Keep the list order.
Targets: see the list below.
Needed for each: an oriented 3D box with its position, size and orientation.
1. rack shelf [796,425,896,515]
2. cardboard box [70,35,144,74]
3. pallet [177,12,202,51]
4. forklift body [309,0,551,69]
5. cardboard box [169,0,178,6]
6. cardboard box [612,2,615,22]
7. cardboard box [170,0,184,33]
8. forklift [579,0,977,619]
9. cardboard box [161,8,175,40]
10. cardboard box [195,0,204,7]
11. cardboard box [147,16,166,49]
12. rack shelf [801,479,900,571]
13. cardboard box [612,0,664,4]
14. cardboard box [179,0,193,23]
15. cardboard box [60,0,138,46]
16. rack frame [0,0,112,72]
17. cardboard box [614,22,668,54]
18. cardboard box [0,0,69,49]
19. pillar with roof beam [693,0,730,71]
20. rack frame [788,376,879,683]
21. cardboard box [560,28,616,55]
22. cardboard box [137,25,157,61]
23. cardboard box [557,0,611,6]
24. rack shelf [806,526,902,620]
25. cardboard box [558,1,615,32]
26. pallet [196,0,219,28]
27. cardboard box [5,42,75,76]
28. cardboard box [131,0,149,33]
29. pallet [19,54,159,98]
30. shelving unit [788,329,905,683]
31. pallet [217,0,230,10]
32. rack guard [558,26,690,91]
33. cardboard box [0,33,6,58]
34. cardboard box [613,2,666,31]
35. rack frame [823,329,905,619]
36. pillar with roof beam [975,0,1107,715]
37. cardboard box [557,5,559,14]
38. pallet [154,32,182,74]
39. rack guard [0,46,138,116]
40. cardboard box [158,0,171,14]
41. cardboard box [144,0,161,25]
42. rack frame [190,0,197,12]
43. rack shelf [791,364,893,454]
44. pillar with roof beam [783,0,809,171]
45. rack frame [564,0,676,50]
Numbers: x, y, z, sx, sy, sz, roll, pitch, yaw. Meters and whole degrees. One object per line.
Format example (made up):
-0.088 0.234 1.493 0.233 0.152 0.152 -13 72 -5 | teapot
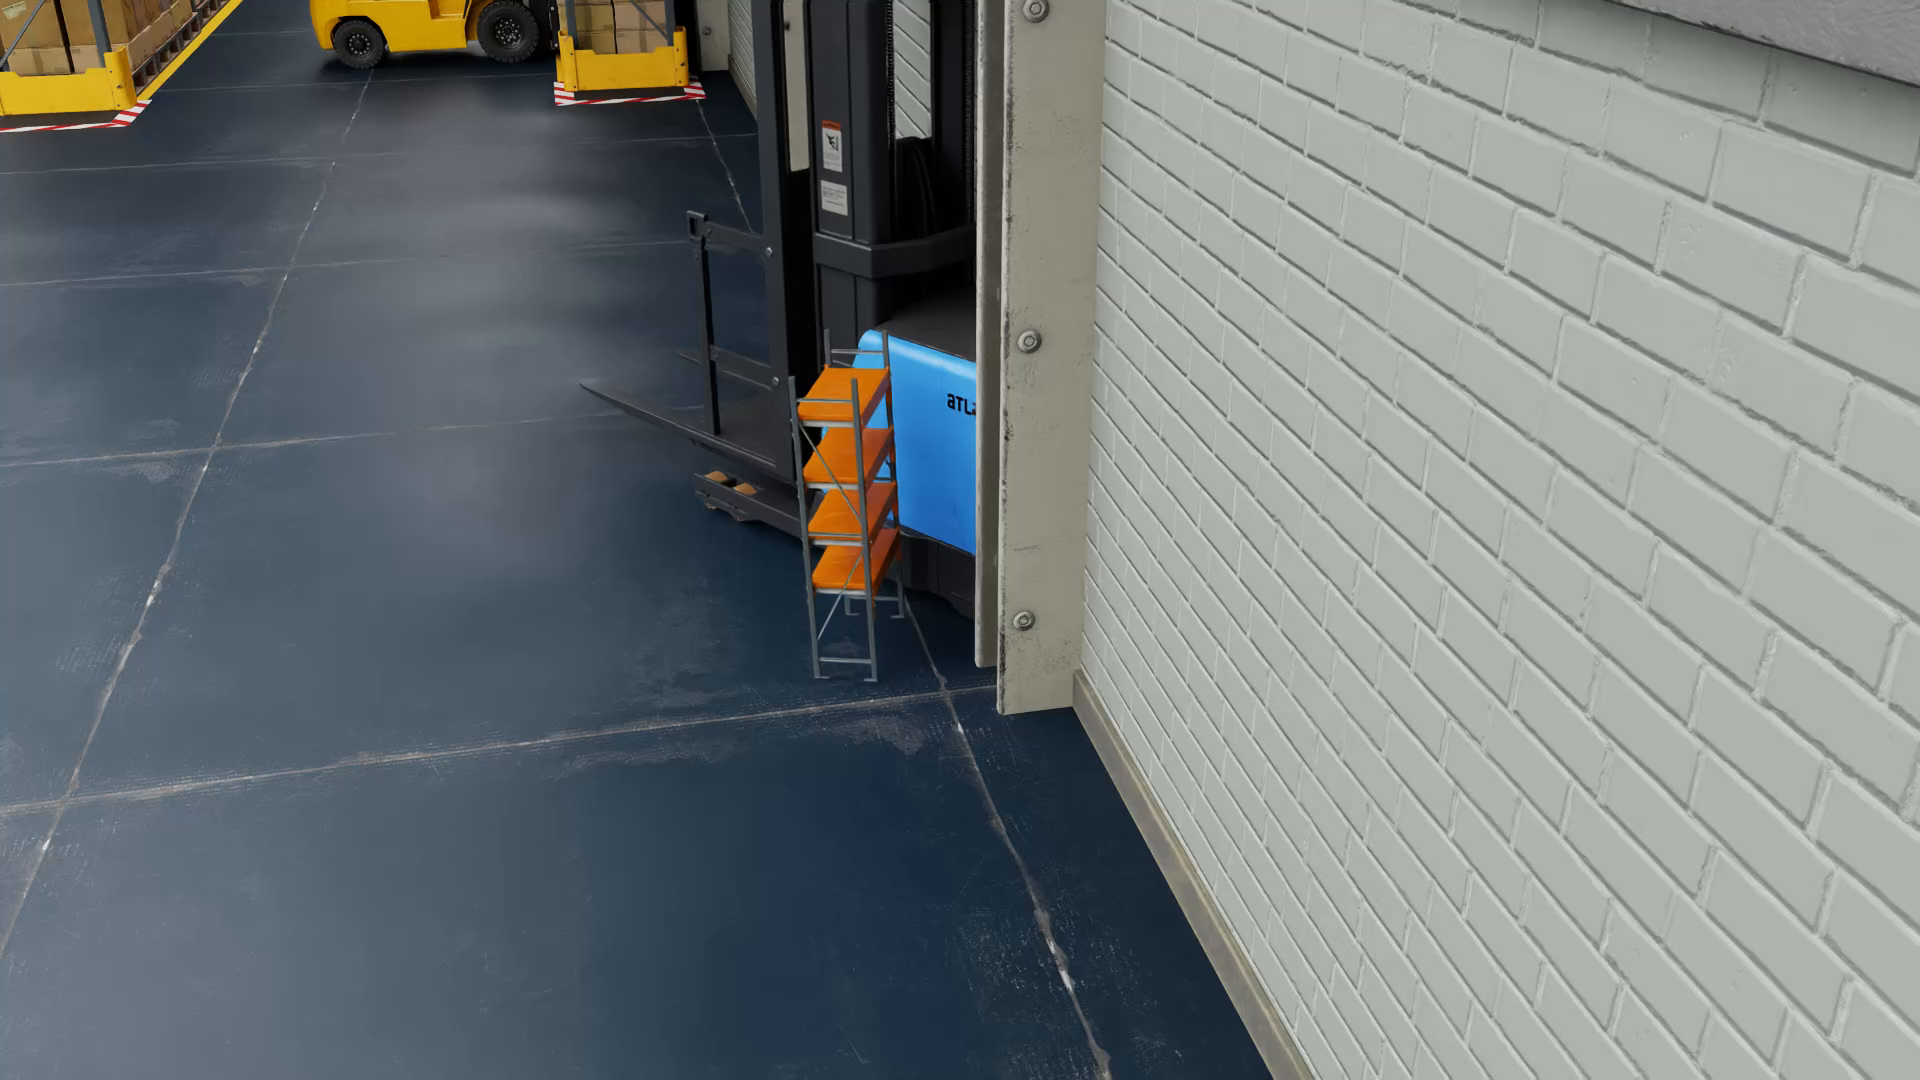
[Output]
-0.409 -0.264 6.084 0.258 0.148 0.480 3 27 10 | rack shelf
-7.923 -4.517 15.457 0.500 0.250 0.500 -6 27 -12 | cardboard box
-8.726 -5.395 17.705 1.003 0.211 1.213 -6 27 -12 | pallet
-5.380 -5.949 16.650 2.313 2.155 1.214 -6 27 -12 | forklift body
-8.401 -5.770 17.107 0.500 0.500 0.500 -5 27 -11 | cardboard box
-3.203 -5.311 16.474 0.500 0.250 0.500 -6 27 -12 | cardboard box
-8.387 -5.426 17.257 0.500 0.250 0.500 -7 28 -13 | cardboard box
-0.565 -1.544 7.055 3.031 2.935 1.130 23 34 37 | forklift
-8.277 -5.203 16.814 0.500 0.250 0.500 -6 27 -11 | cardboard box
-9.033 -6.176 18.607 0.950 0.372 0.625 -6 27 -11 | cardboard box
-8.166 -4.981 16.374 0.500 0.250 0.500 -4 27 -8 | cardboard box
-0.400 -0.064 6.183 0.258 0.148 0.480 3 27 10 | rack shelf
-3.099 -5.318 15.932 0.500 0.250 0.500 -6 27 -12 | cardboard box
-8.517 -5.659 17.718 0.500 0.250 0.500 -5 27 -9 | cardboard box
-7.929 -4.863 15.308 0.500 0.500 0.500 -7 28 -13 | cardboard box
-8.011 -5.175 14.175 1.000 3.000 0.127 -6 27 -12 | rack frame
-3.096 -4.876 16.168 0.500 0.250 0.500 -6 27 -11 | cardboard box
-8.445 -4.795 15.175 0.500 0.500 0.500 -6 27 -11 | cardboard box
-6.649 -8.319 13.745 9.100 9.000 0.400 -6 27 -12 | pillar with roof beam
-0.445 -0.016 5.939 0.240 1.200 0.015 3 27 10 | rack frame
-3.589 -4.815 16.046 0.500 0.250 0.500 -6 27 -11 | cardboard box
-8.031 -4.742 15.902 0.500 0.250 0.500 -5 27 -10 | cardboard box
-3.583 -5.258 15.814 0.500 0.250 0.500 -5 27 -10 | cardboard box
-0.393 0.114 6.271 0.258 0.148 0.480 3 27 10 | rack shelf
-3.590 -5.046 15.949 0.500 0.250 0.500 -6 27 -12 | cardboard box
-9.089 -6.028 18.959 1.003 0.211 1.213 -6 27 -12 | pallet
-8.460 -4.473 15.369 0.500 0.250 0.500 -6 27 -12 | cardboard box
-8.051 -5.092 15.762 0.500 0.500 0.500 -7 28 -14 | cardboard box
-8.176 -4.324 15.583 1.003 0.211 1.213 -6 27 -12 | pallet
-0.403 -0.124 6.153 0.258 1.200 0.503 3 27 10 | shelving unit
-9.367 -6.565 20.022 1.003 0.211 1.213 -6 27 -12 | pallet
-3.170 -4.555 15.719 1.175 0.500 0.348 -6 27 -12 | rack guard
-9.996 -5.208 17.011 0.500 0.500 0.500 13 30 24 | cardboard box
-3.079 -5.092 16.039 0.500 0.250 0.500 -5 27 -11 | cardboard box
-0.360 -0.232 6.368 0.240 1.200 0.015 3 27 10 | rack frame
-3.944 -3.051 3.308 9.100 9.000 0.400 -6 27 -12 | pillar with roof beam
-3.829 -5.492 16.832 0.500 0.250 0.500 -7 28 -13 | cardboard box
-8.448 -4.859 16.642 1.003 0.211 1.213 -6 27 -12 | pallet
-8.028 -4.093 14.804 1.175 0.500 0.348 -6 27 -12 | rack guard
-8.285 -5.547 16.663 0.500 0.500 0.500 -5 27 -9 | cardboard box
-8.156 -5.313 16.200 0.500 0.500 0.500 -5 27 -11 | cardboard box
-8.912 -6.931 17.654 1.000 3.000 0.127 -6 27 -12 | rack frame
-0.418 -0.476 5.979 0.258 0.148 0.480 3 27 10 | rack shelf
-5.296 -5.685 8.527 9.100 9.000 0.400 -6 27 -12 | pillar with roof beam
-3.176 -5.681 15.176 1.000 3.000 0.127 -6 27 -12 | rack frame
